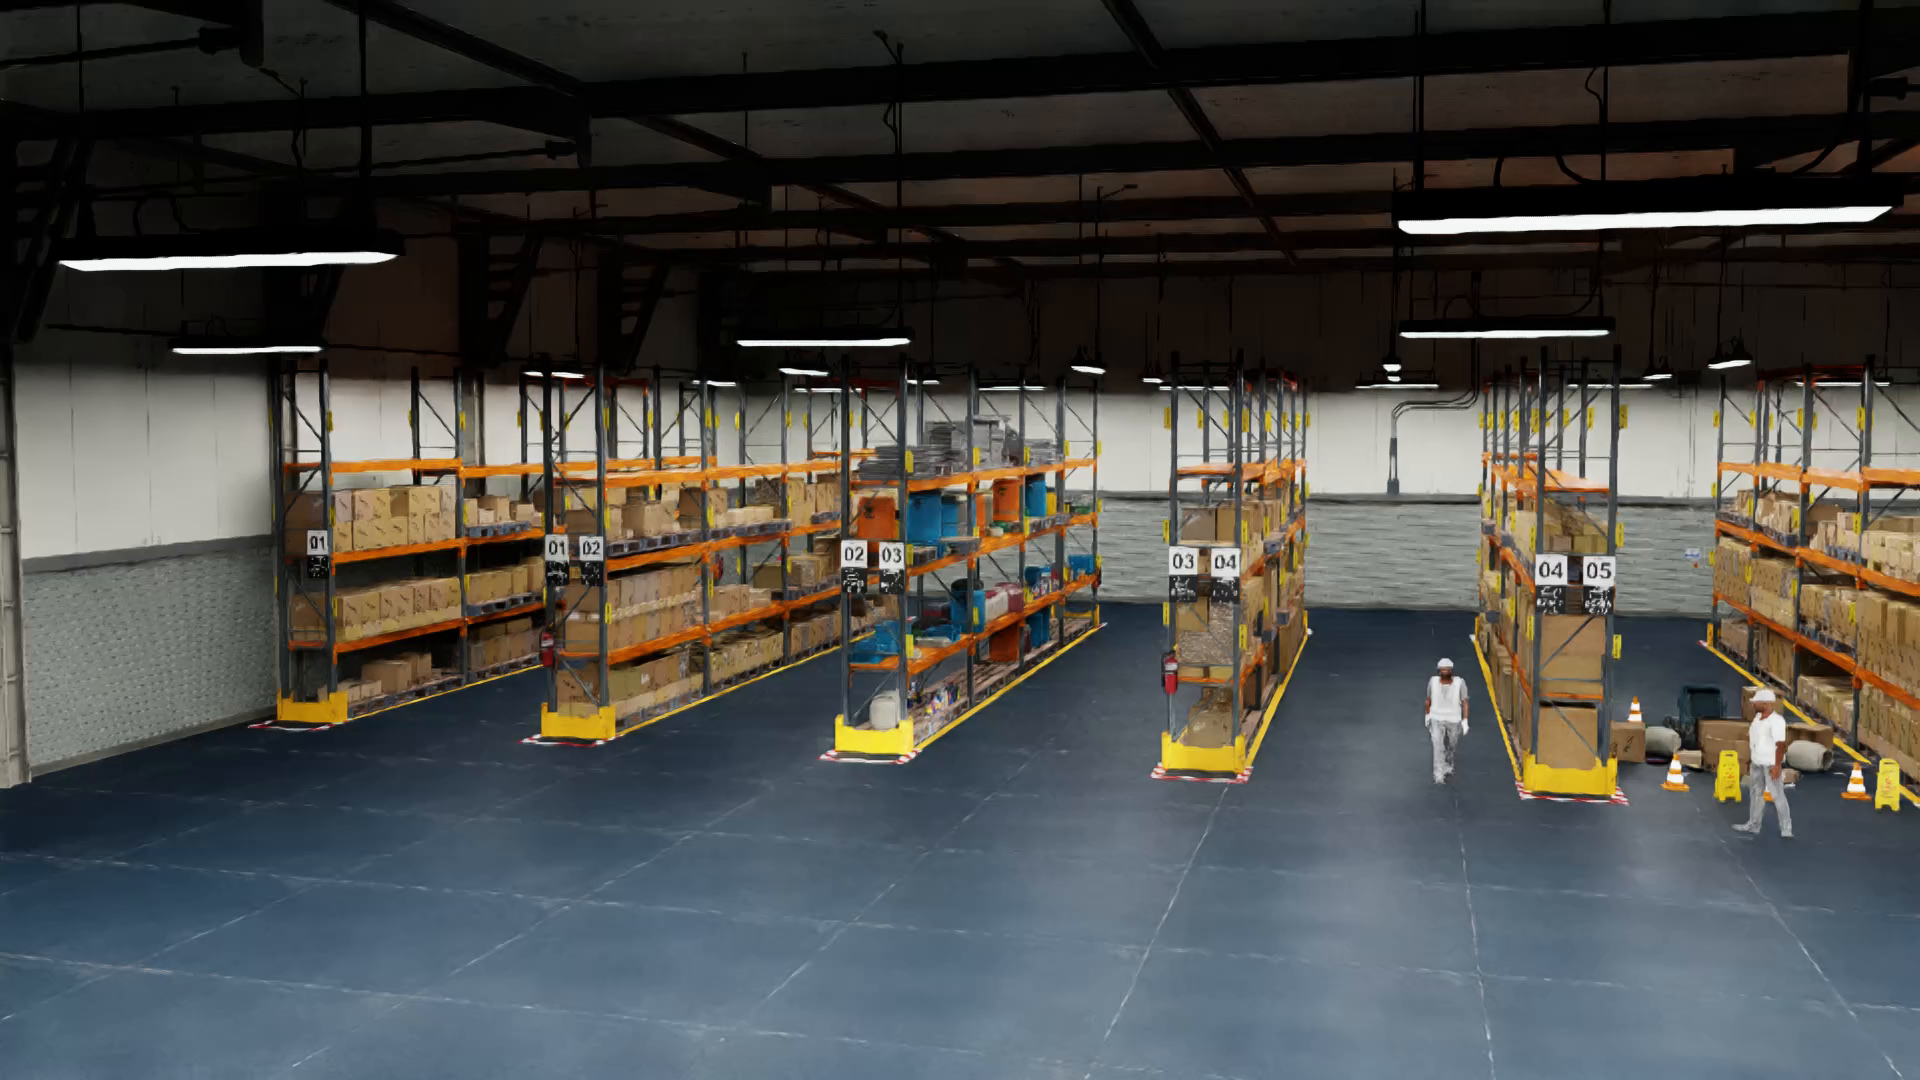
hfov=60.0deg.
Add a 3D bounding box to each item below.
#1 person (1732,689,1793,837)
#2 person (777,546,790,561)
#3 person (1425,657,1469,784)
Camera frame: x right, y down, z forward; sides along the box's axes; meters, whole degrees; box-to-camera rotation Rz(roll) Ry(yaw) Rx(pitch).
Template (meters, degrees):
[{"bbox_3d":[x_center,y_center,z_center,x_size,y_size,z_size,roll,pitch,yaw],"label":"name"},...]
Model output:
[{"bbox_3d":[9.738,2.683,20.080,0.549,1.770,0.684,0,4,-4],"label":"person"},{"bbox_3d":[-4.566,1.011,43.438,0.487,1.730,0.658,4,5,41],"label":"person"},{"bbox_3d":[6.742,2.482,23.023,0.577,1.733,1.042,1,4,14],"label":"person"}]
